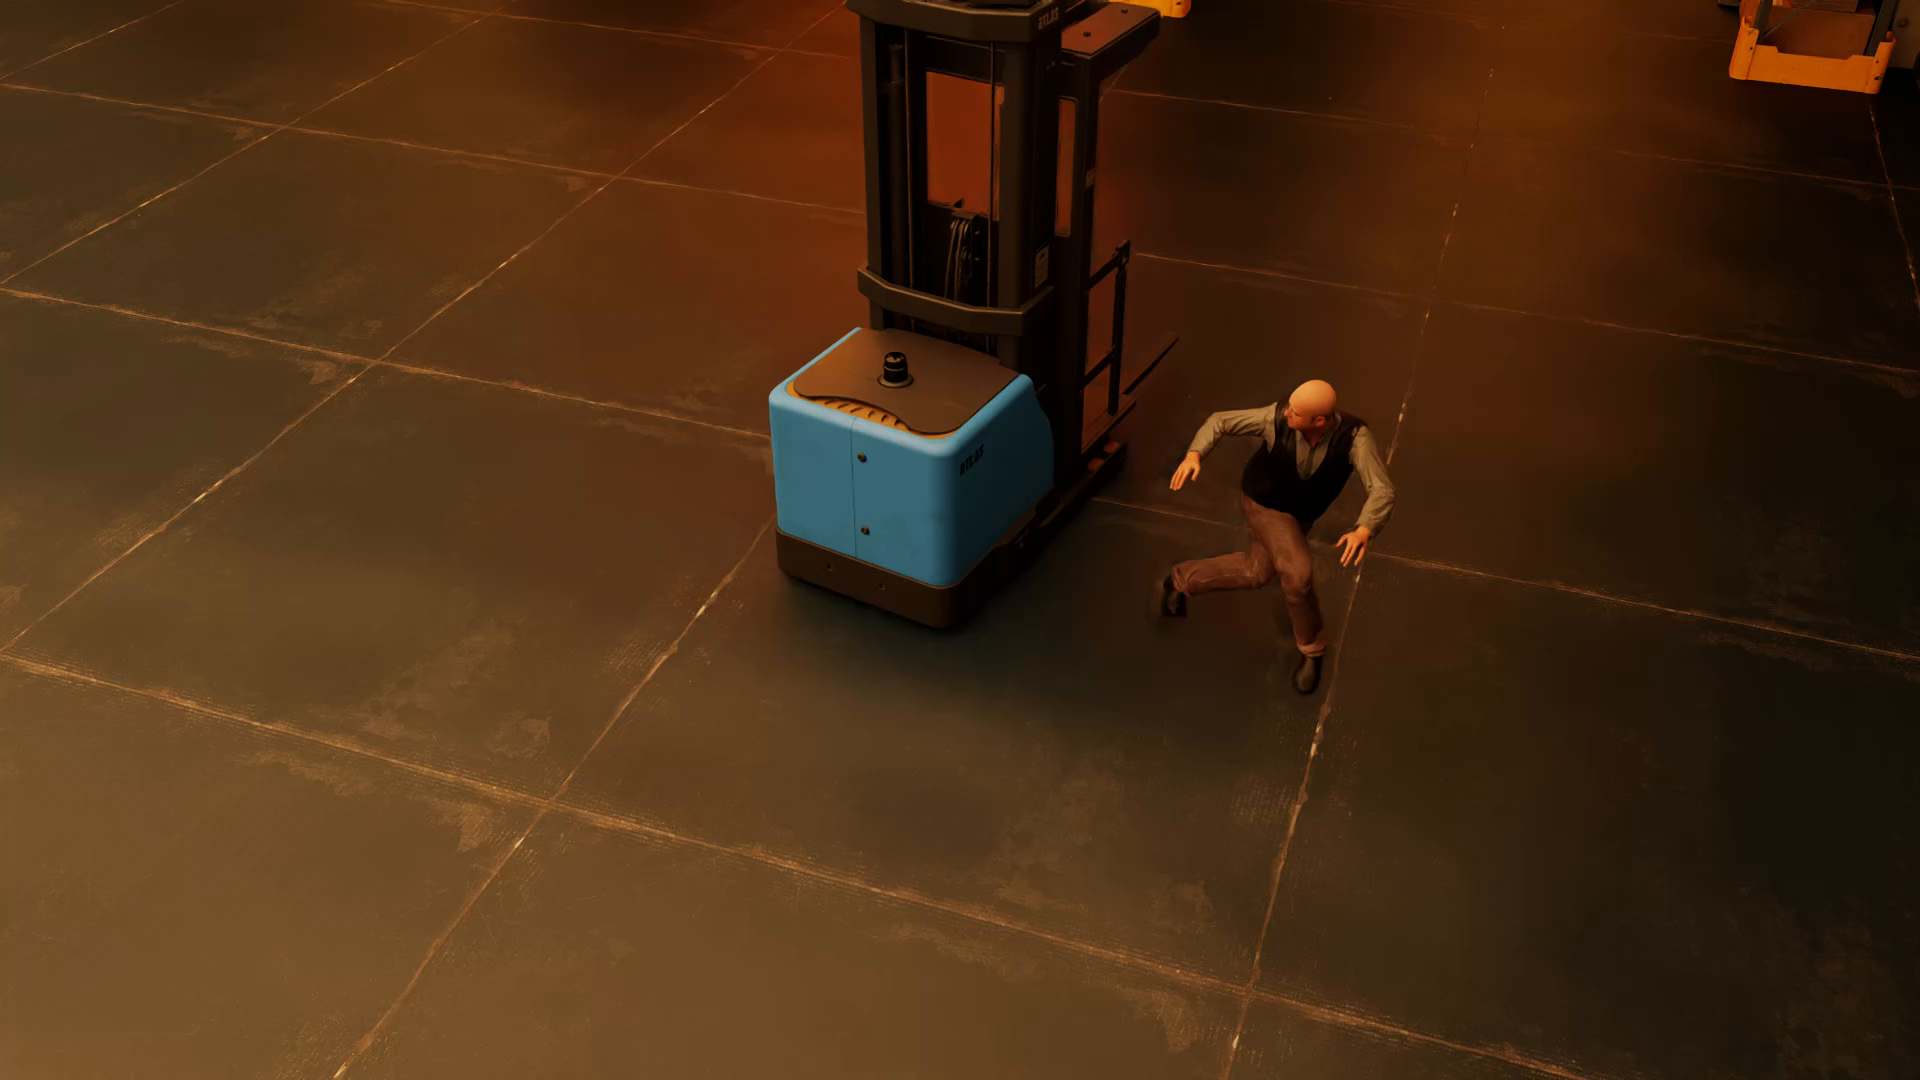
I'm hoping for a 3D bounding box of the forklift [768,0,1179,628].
[{"bbox_3d":[0.266,-1.602,8.370,1.130,2.935,3.031,19,39,24],"label":"forklift"}]

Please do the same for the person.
[{"bbox_3d":[1.370,-0.033,7.394,0.909,1.530,1.065,-6,36,-8],"label":"person"}]
